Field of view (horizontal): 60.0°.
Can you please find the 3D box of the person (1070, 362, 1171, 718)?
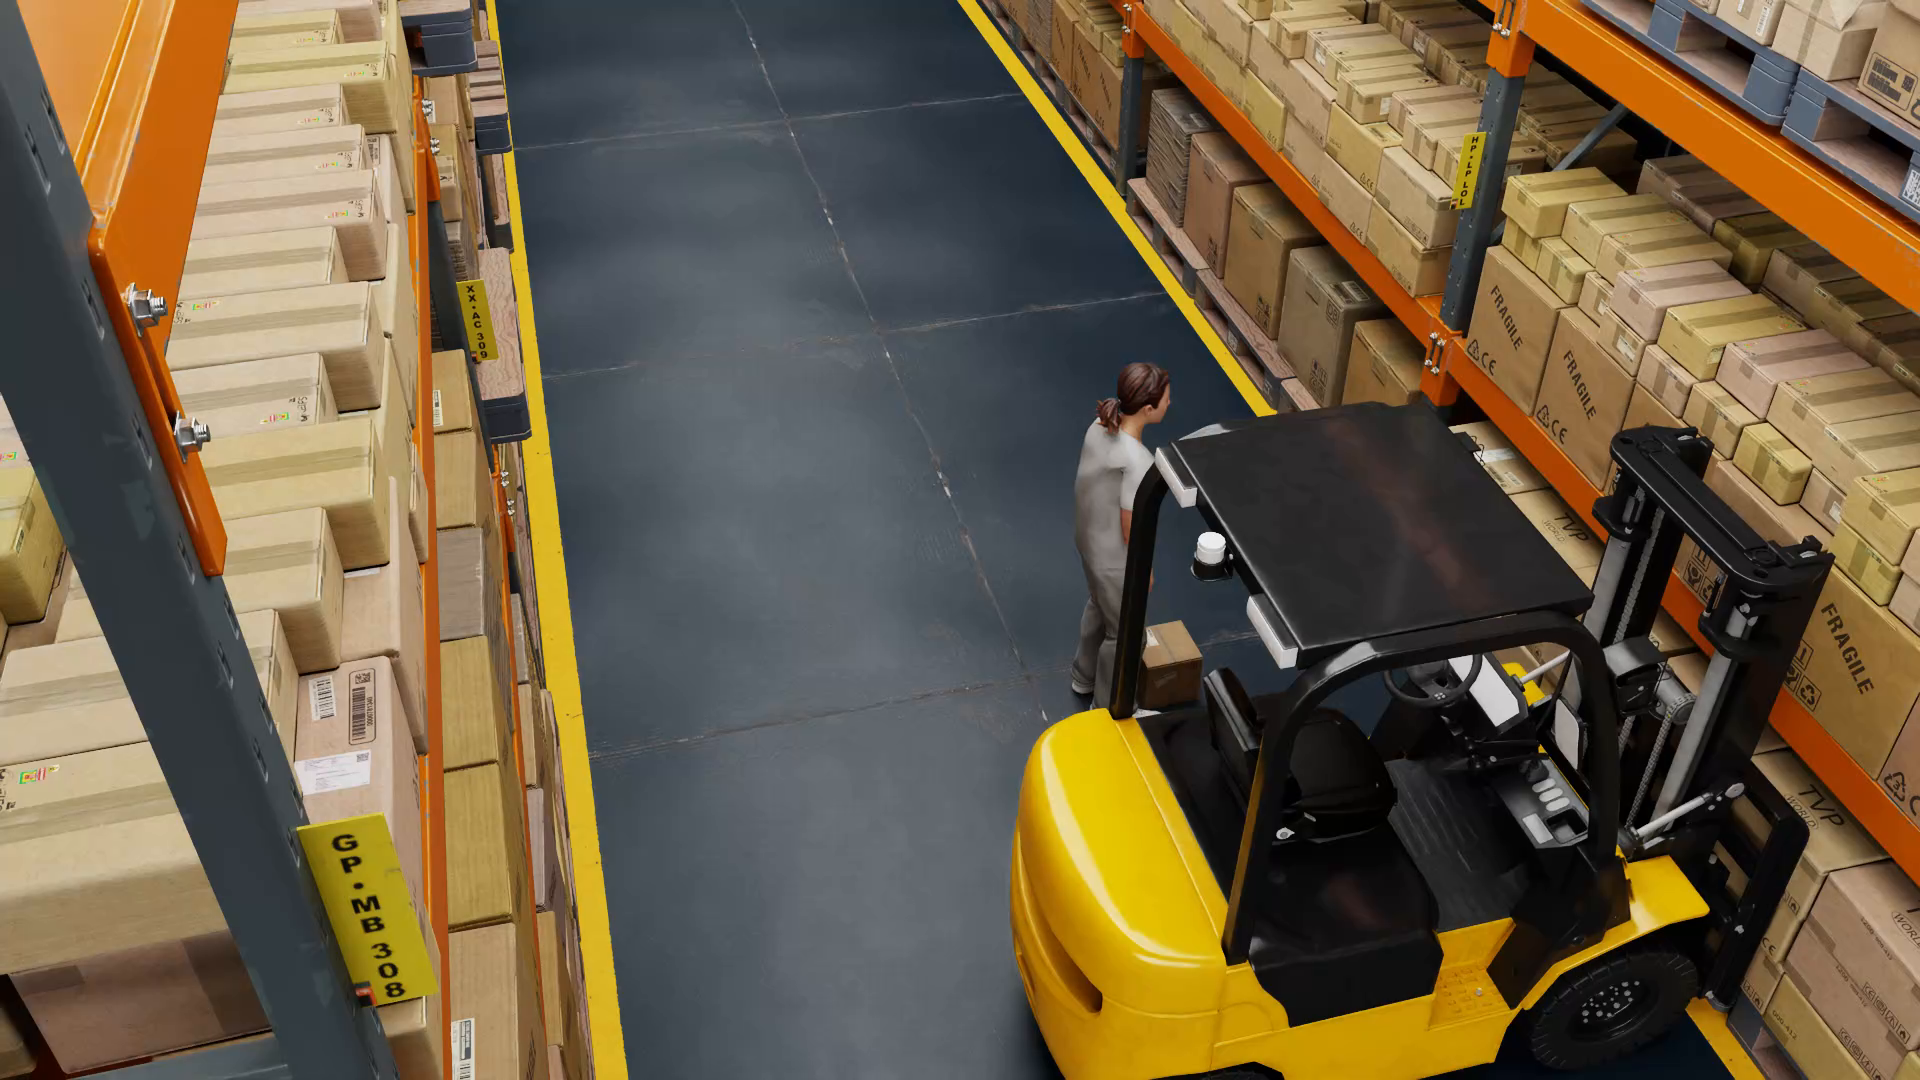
[{"bbox_3d":[0.639,0.027,6.680,0.352,1.672,0.495,-10,39,-12],"label":"person"}]
